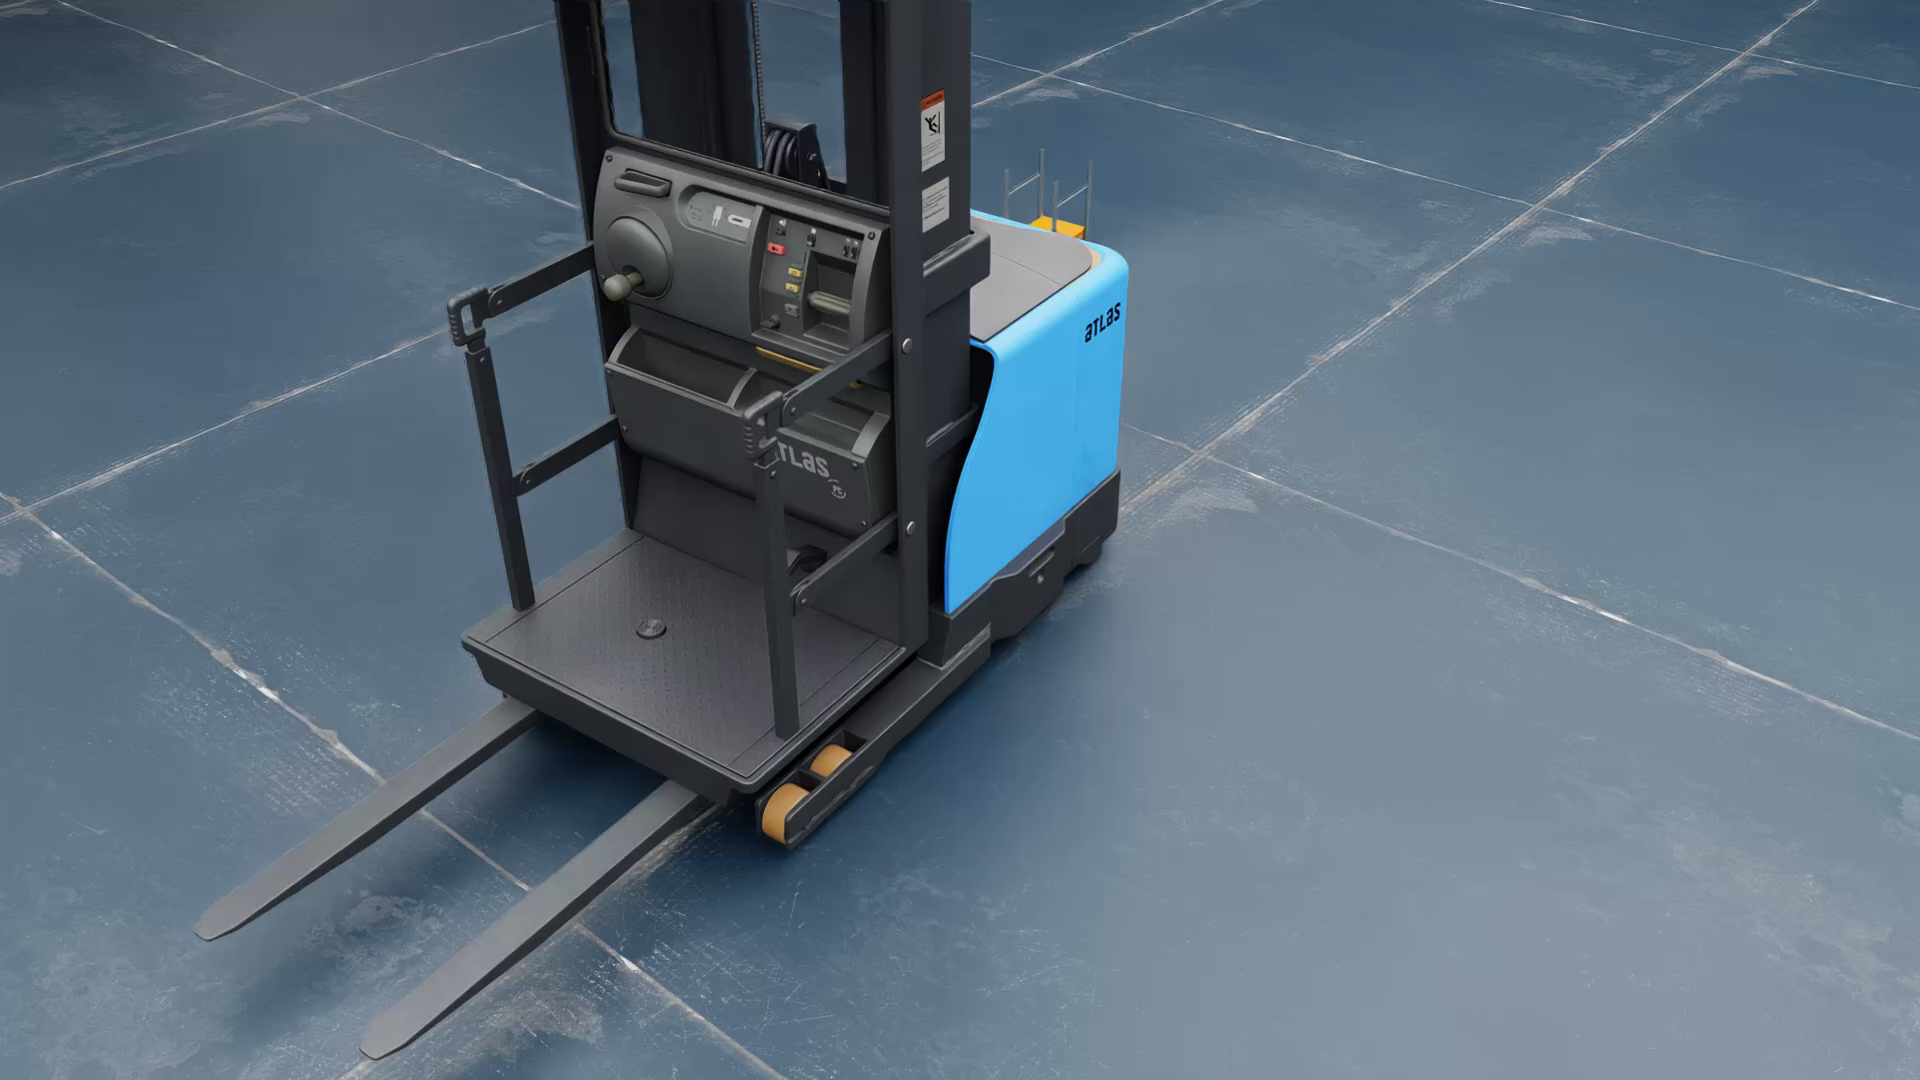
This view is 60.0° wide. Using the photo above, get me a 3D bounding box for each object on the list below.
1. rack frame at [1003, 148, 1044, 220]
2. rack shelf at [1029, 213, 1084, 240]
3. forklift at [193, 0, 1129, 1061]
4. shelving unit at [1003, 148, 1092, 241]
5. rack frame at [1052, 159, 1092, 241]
[{"bbox_3d":[0.210,-0.752,5.785,0.006,1.200,0.240,20,39,27],"label":"rack frame"},{"bbox_3d":[0.287,-0.983,5.565,0.180,0.103,0.258,20,39,27],"label":"rack shelf"},{"bbox_3d":[-0.710,-0.686,4.159,1.130,2.935,3.031,21,40,28],"label":"forklift"},{"bbox_3d":[0.287,-0.723,5.743,0.189,1.200,0.258,20,39,27],"label":"shelving unit"},{"bbox_3d":[0.364,-0.695,5.702,0.006,1.200,0.240,20,39,27],"label":"rack frame"}]
